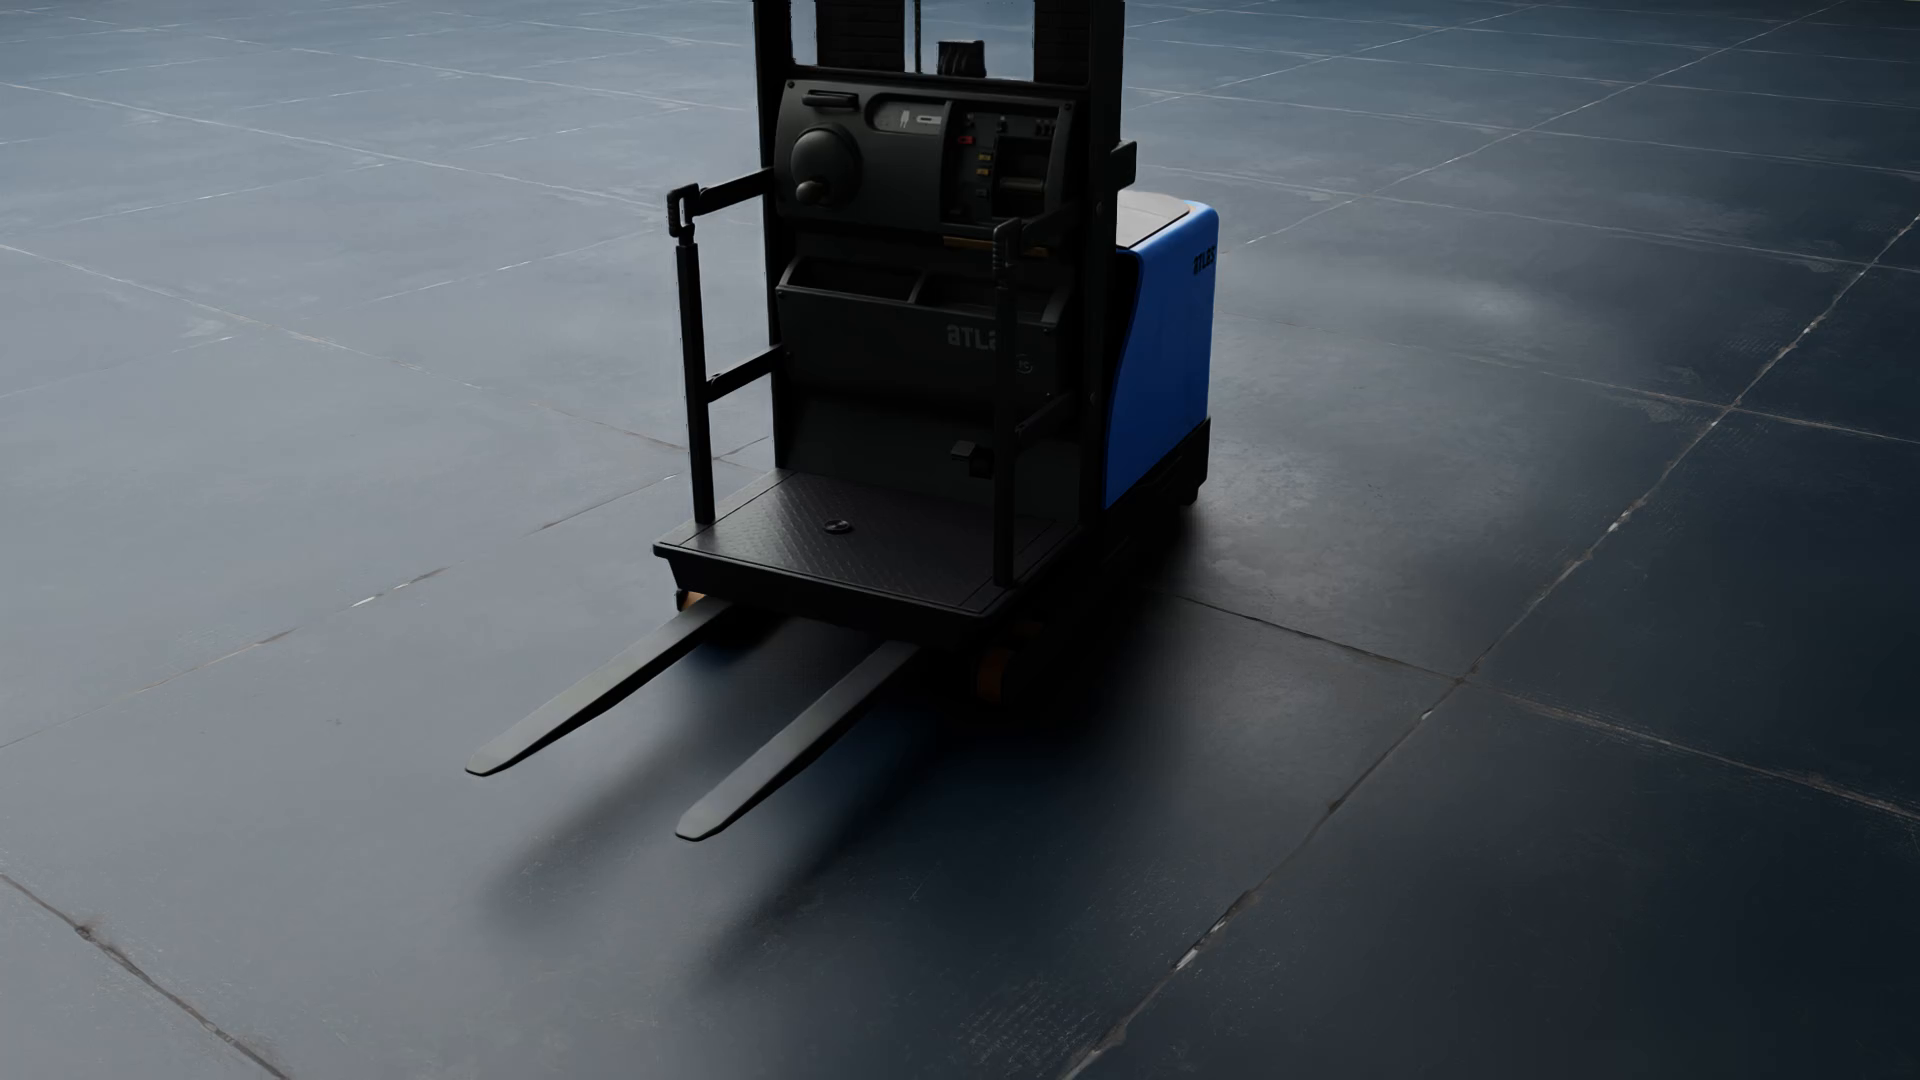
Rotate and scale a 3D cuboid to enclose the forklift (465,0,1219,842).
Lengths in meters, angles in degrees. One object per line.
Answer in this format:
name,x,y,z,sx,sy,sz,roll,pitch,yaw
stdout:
forklift,-0.206,-1.077,4.559,1.130,2.935,3.031,11,26,24
